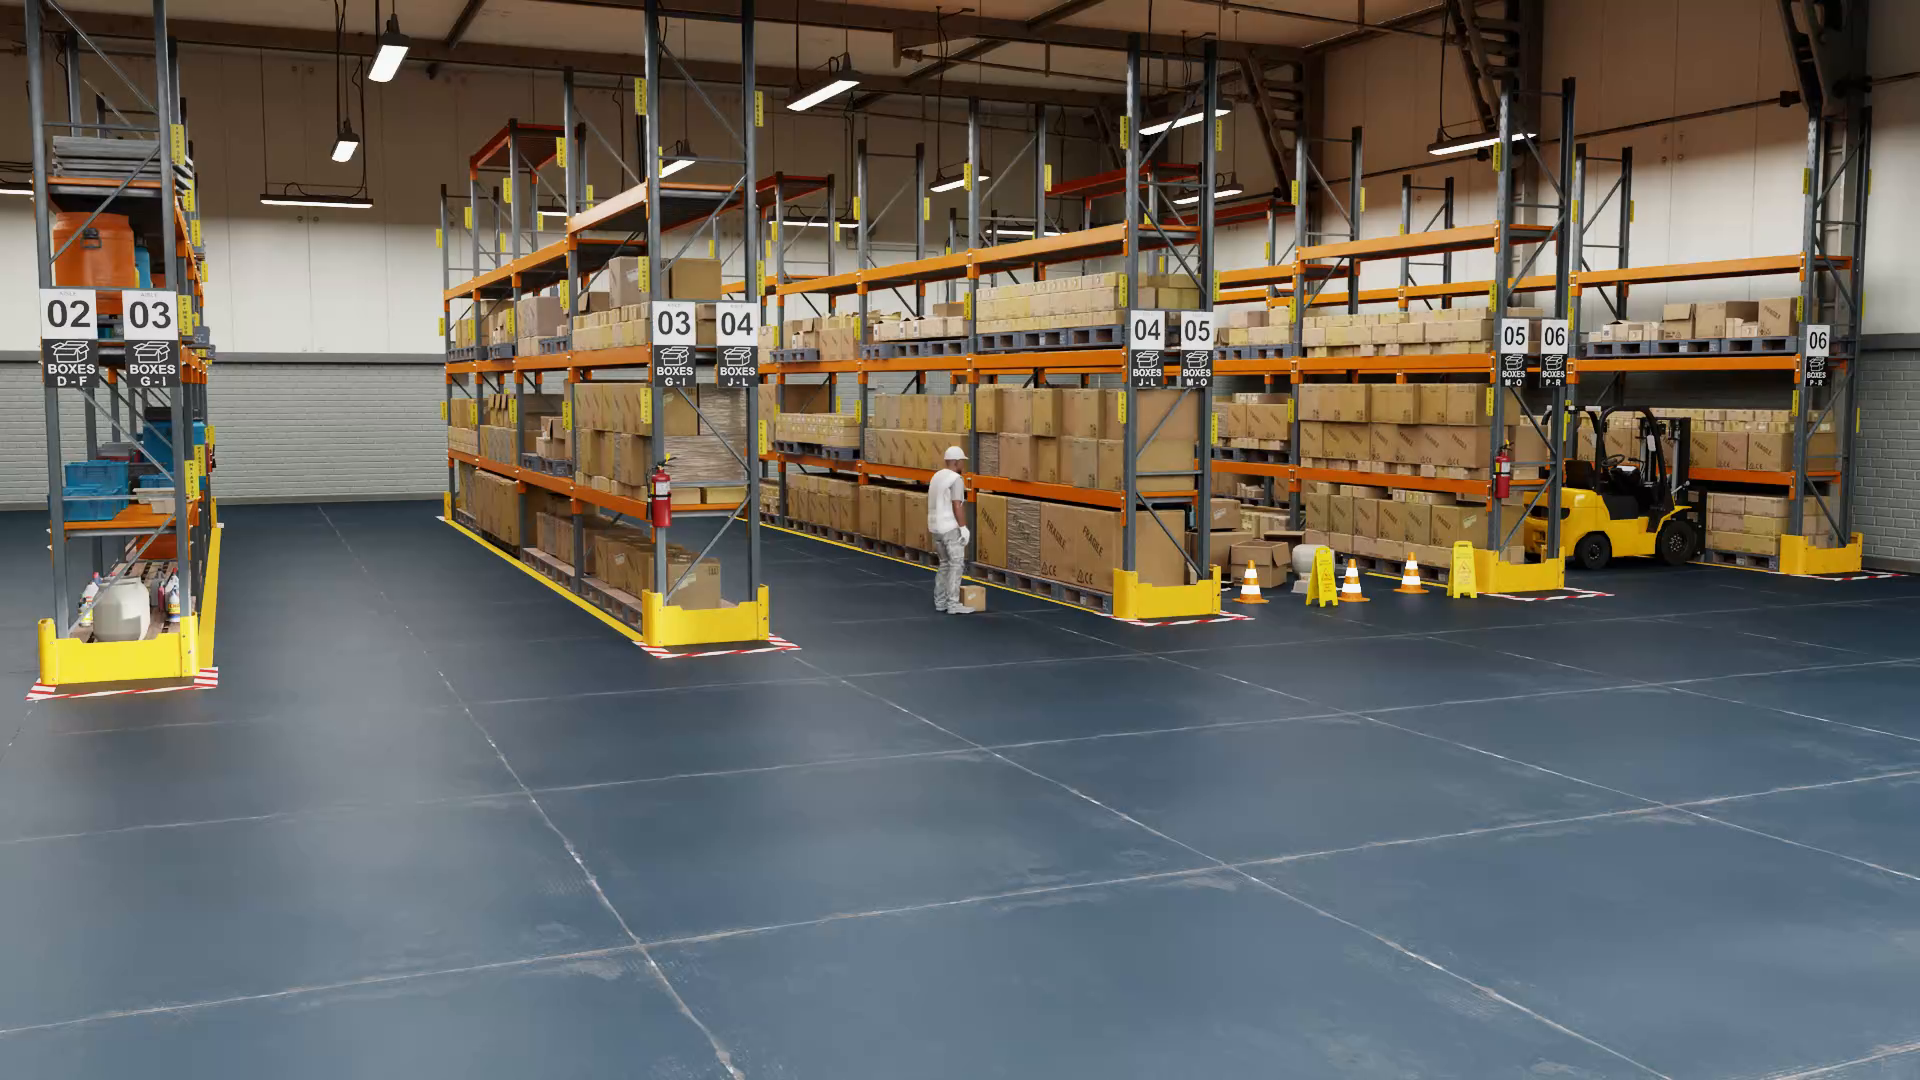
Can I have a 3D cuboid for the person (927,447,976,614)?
[{"bbox_3d":[-0.104,-0.114,17.869,0.450,1.774,0.627,-3,6,-27],"label":"person"}]
